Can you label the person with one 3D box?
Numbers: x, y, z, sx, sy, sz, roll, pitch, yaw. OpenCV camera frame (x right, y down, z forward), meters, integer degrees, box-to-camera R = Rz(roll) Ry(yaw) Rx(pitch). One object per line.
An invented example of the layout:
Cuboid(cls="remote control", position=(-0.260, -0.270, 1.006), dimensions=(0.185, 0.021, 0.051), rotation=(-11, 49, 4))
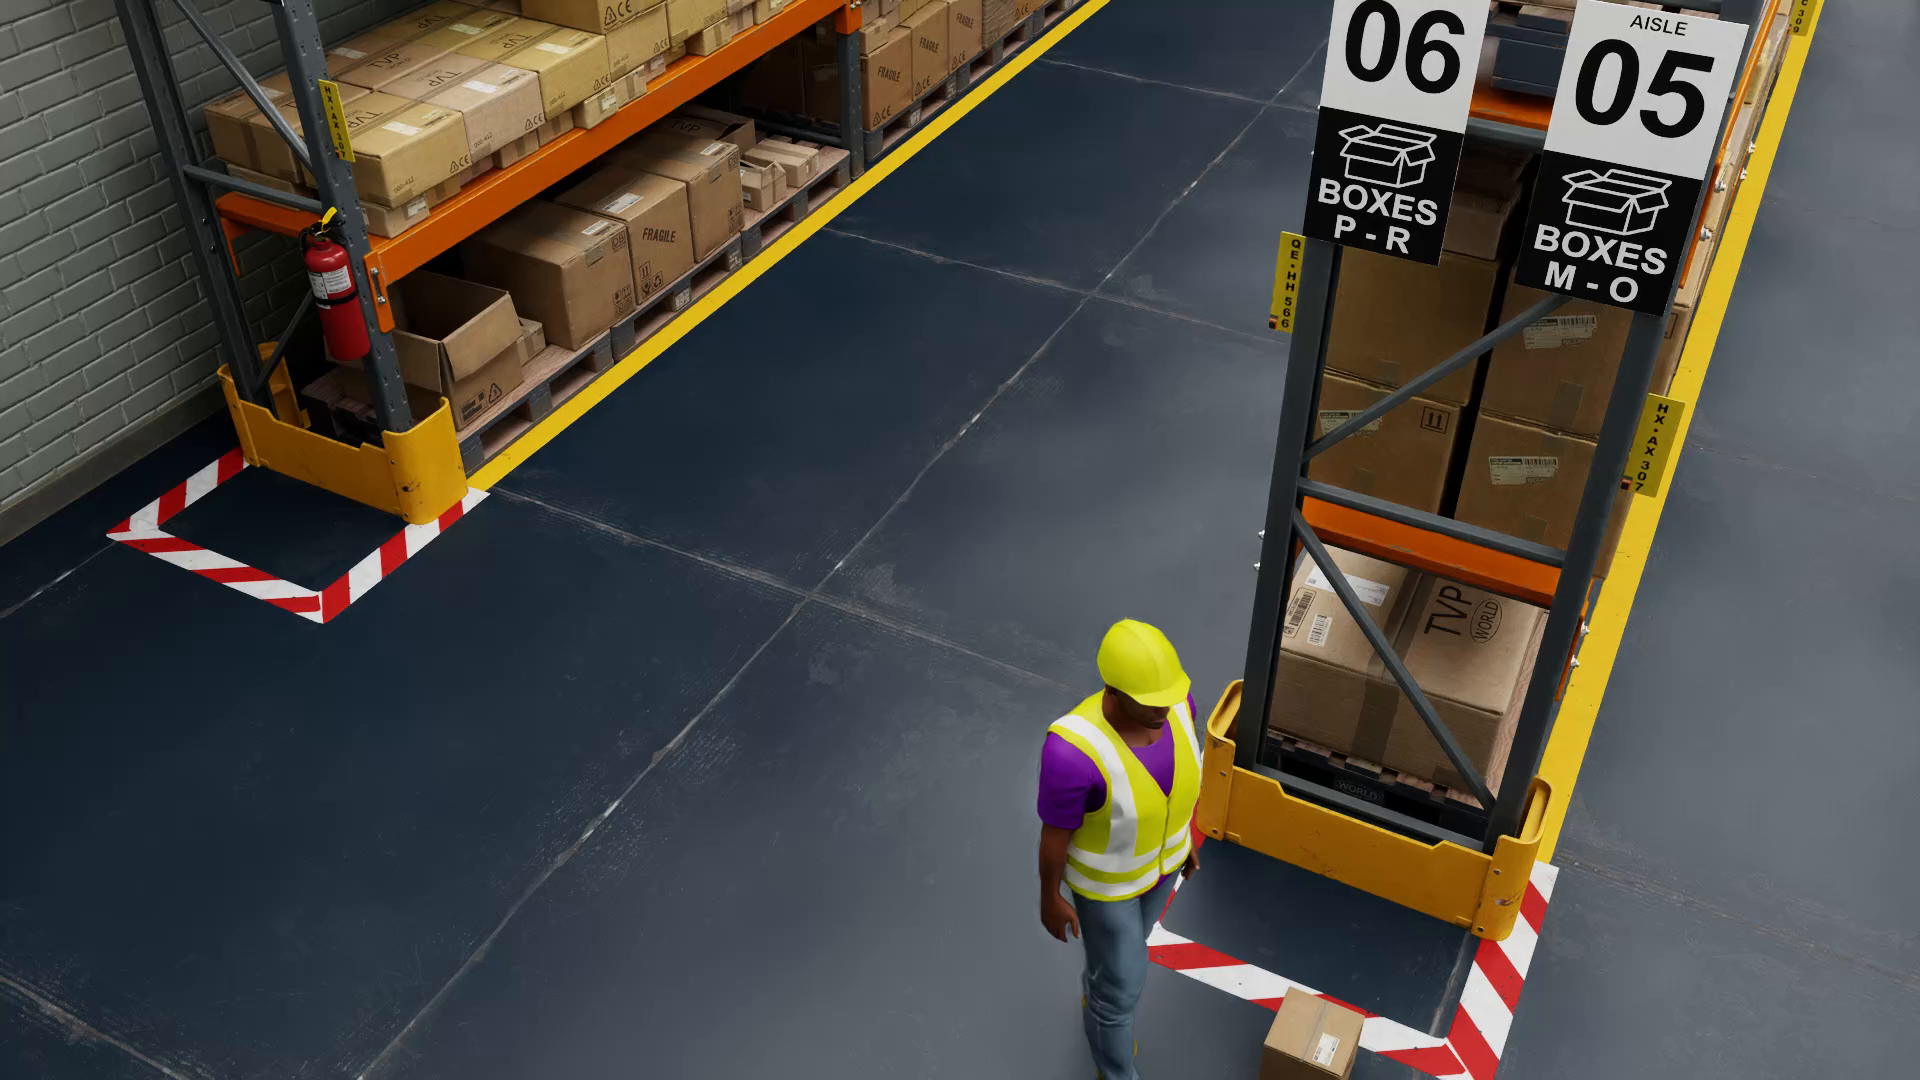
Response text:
Cuboid(cls="person", position=(0.567, 1.002, 4.832), dimensions=(0.570, 1.762, 0.634), rotation=(-28, 46, -32))
